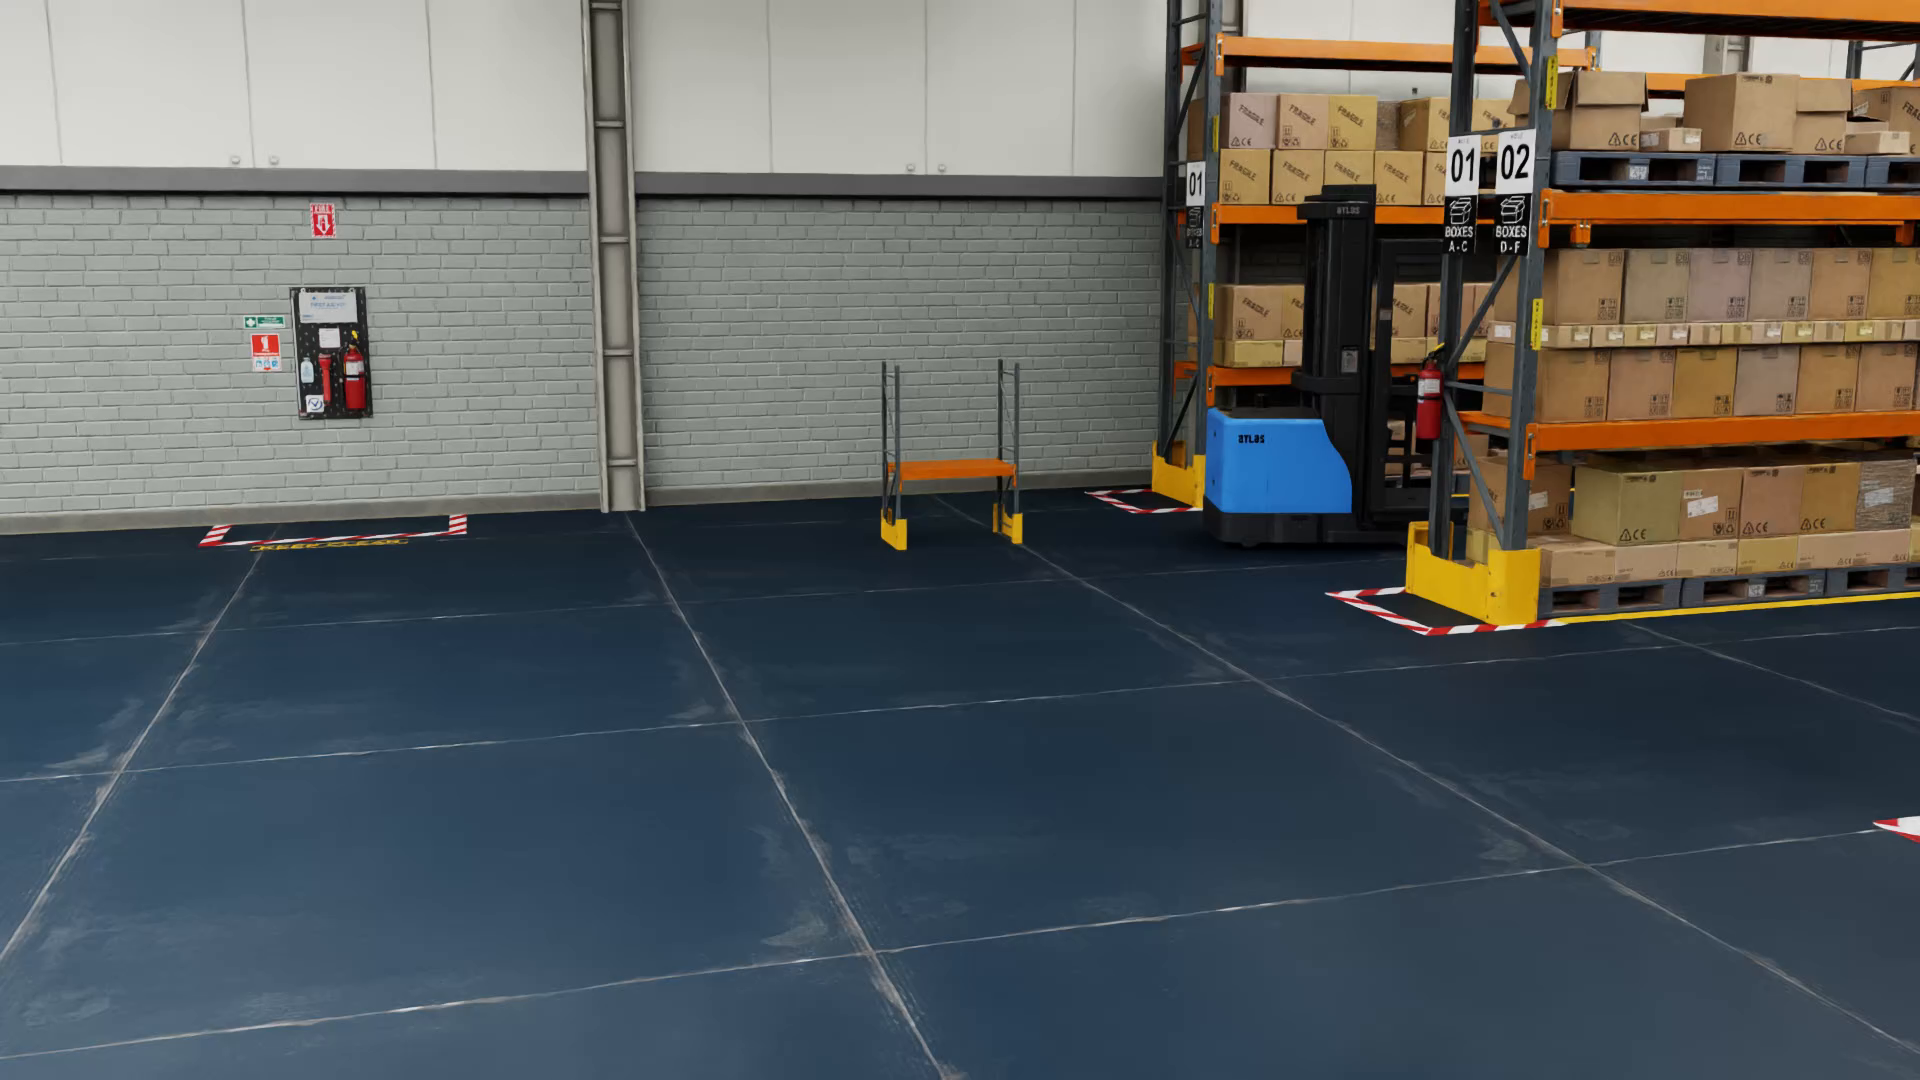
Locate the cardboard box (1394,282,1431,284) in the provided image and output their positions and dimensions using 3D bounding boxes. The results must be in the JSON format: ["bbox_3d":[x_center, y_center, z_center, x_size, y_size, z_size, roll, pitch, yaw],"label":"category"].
[{"bbox_3d":[4.521,-2.349,16.812,0.500,0.500,0.500,-3,11,-14],"label":"cardboard box"}]

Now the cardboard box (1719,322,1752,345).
[{"bbox_3d":[5.229,-1.435,11.487,0.250,0.149,0.380,-3,11,-17],"label":"cardboard box"}]

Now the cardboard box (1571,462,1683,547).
[{"bbox_3d":[4.613,-0.256,11.514,0.500,0.500,0.500,-3,11,-16],"label":"cardboard box"}]

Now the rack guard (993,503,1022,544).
[{"bbox_3d":[0.405,-0.144,14.140,0.087,0.250,0.587,-3,11,-16],"label":"rack guard"}]

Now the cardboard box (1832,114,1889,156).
[{"bbox_3d":[6.321,-2.921,12.041,0.500,0.311,0.500,-4,11,-19],"label":"cardboard box"}]

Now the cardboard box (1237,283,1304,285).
[{"bbox_3d":[3.047,-2.269,16.374,0.500,0.500,0.500,-3,11,-15],"label":"cardboard box"}]

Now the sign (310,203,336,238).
[{"bbox_3d":[-5.581,-2.800,14.569,0.199,0.298,0.001,-3,11,-16],"label":"sign"}]

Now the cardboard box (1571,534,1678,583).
[{"bbox_3d":[4.613,0.113,11.583,0.500,0.250,0.500,-3,11,-16],"label":"cardboard box"}]

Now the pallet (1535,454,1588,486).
[{"bbox_3d":[6.756,-0.750,17.538,1.213,0.211,1.003,-3,11,-16],"label":"pallet"}]

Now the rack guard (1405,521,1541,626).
[{"bbox_3d":[3.533,0.212,11.514,0.348,0.500,1.175,-3,11,-16],"label":"rack guard"}]

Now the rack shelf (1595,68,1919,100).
[{"bbox_3d":[7.929,-4.583,17.178,4.000,0.370,1.077,-3,11,-16],"label":"rack shelf"}]

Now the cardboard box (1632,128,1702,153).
[{"bbox_3d":[4.735,-2.674,11.151,0.250,0.149,0.380,-3,11,-16],"label":"cardboard box"}]

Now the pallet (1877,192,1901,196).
[{"bbox_3d":[10.453,-3.708,18.142,1.003,0.211,1.213,-2,11,-13],"label":"pallet"}]

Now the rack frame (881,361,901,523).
[{"bbox_3d":[-0.570,-0.708,13.748,0.032,1.500,0.500,-3,11,-16],"label":"rack frame"}]

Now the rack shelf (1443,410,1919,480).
[{"bbox_3d":[5.477,-0.766,11.909,4.000,0.370,1.077,-3,11,-16],"label":"rack shelf"}]

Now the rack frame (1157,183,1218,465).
[{"bbox_3d":[2.168,-1.879,15.971,0.127,3.000,1.000,-3,11,-16],"label":"rack frame"}]

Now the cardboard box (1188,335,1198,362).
[{"bbox_3d":[2.563,-1.873,16.294,0.500,0.250,0.500,-3,11,-15],"label":"cardboard box"}]

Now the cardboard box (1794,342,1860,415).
[{"bbox_3d":[5.985,-1.194,11.971,0.500,0.500,0.700,-3,11,-15],"label":"cardboard box"}]

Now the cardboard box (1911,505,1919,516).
[{"bbox_3d":[7.714,-0.147,12.992,0.500,0.250,0.500,-3,11,-16],"label":"cardboard box"}]

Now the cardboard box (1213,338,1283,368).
[{"bbox_3d":[2.726,-1.785,15.817,0.500,0.250,0.500,-3,11,-18],"label":"cardboard box"}]

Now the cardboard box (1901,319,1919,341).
[{"bbox_3d":[6.707,-1.512,11.908,0.250,0.149,0.380,-3,11,-18],"label":"cardboard box"}]

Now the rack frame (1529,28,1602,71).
[{"bbox_3d":[6.009,-5.032,16.527,0.127,3.000,1.000,-3,11,-16],"label":"rack frame"}]

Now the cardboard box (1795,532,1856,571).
[{"bbox_3d":[6.054,0.038,11.991,0.500,0.250,0.500,-3,11,-16],"label":"cardboard box"}]

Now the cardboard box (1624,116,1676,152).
[{"bbox_3d":[4.588,-2.799,11.551,0.500,0.250,0.500,-3,11,-16],"label":"cardboard box"}]

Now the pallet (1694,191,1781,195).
[{"bbox_3d":[7.626,-3.530,17.173,1.003,0.211,1.213,-3,11,-16],"label":"pallet"}]

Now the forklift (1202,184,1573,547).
[{"bbox_3d":[3.630,-1.449,13.821,3.031,2.935,1.130,0,10,-1],"label":"forklift"}]

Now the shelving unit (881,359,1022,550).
[{"bbox_3d":[-0.073,-0.734,13.890,1.083,1.500,0.587,-3,11,-16],"label":"shelving unit"}]

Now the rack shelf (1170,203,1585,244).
[{"bbox_3d":[4.089,-3.102,16.314,4.000,0.370,1.077,-3,11,-16],"label":"rack shelf"}]

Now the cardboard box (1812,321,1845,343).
[{"bbox_3d":[5.976,-1.474,11.701,0.250,0.149,0.380,-3,11,-14],"label":"cardboard box"}]

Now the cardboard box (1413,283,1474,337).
[{"bbox_3d":[4.677,-2.259,16.321,0.500,0.500,0.500,-3,11,-18],"label":"cardboard box"}]

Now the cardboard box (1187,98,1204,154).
[{"bbox_3d":[2.509,-3.973,15.963,0.500,0.500,0.500,-3,11,-13],"label":"cardboard box"}]

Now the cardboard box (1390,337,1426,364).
[{"bbox_3d":[4.197,-1.864,16.244,0.500,0.250,0.500,-3,11,-15],"label":"cardboard box"}]

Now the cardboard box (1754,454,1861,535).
[{"bbox_3d":[6.050,-0.333,11.935,0.500,0.500,0.500,-3,11,-16],"label":"cardboard box"}]

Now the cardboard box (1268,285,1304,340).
[{"bbox_3d":[3.188,-2.179,15.888,0.500,0.500,0.500,-3,11,-16],"label":"cardboard box"}]

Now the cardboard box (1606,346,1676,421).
[{"bbox_3d":[4.511,-1.116,11.550,0.500,0.500,0.700,-3,11,-14],"label":"cardboard box"}]

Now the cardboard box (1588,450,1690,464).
[{"bbox_3d":[4.944,-0.374,12.154,0.500,0.500,0.500,-3,11,-16],"label":"cardboard box"}]

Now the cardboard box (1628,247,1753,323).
[{"bbox_3d":[5.046,-1.783,11.587,0.500,0.500,0.700,-3,11,-16],"label":"cardboard box"}]

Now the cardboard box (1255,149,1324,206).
[{"bbox_3d":[3.085,-3.408,15.658,0.500,0.500,0.500,-2,11,-12],"label":"cardboard box"}]

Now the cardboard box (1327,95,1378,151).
[{"bbox_3d":[3.591,-3.927,15.716,0.500,0.500,0.500,-3,11,-14],"label":"cardboard box"}]

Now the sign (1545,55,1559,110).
[{"bbox_3d":[3.706,-2.866,10.410,0.005,0.325,0.100,-3,11,-16],"label":"sign"}]

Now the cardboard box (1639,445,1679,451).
[{"bbox_3d":[7.193,-1.144,17.664,0.500,0.500,0.700,-3,11,-17],"label":"cardboard box"}]

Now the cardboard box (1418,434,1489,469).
[{"bbox_3d":[5.023,-1.009,16.933,0.500,0.500,0.500,-4,11,-20],"label":"cardboard box"}]

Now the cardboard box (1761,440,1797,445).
[{"bbox_3d":[8.646,-1.220,18.077,0.500,0.500,0.700,-3,11,-16],"label":"cardboard box"}]

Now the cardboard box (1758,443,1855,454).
[{"bbox_3d":[6.386,-0.448,12.560,0.500,0.500,0.500,-3,11,-16],"label":"cardboard box"}]

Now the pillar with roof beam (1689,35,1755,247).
[{"bbox_3d":[9.563,-4.571,14.021,0.400,9.000,9.100,-3,11,-16],"label":"pillar with roof beam"}]

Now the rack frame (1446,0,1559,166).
[{"bbox_3d":[3.556,-3.969,10.751,0.127,3.000,1.000,-3,11,-16],"label":"rack frame"}]

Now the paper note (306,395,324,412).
[{"bbox_3d":[-5.735,-1.213,14.783,0.142,0.148,0.016,-3,11,-16],"label":"paper note"}]

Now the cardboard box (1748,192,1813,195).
[{"bbox_3d":[8.579,-3.771,17.618,0.637,0.503,0.797,-1,11,-8],"label":"cardboard box"}]

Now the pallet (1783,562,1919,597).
[{"bbox_3d":[6.622,0.183,12.467,1.213,0.211,1.003,-3,11,-16],"label":"pallet"}]

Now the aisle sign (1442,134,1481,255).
[{"bbox_3d":[3.411,-2.345,11.318,0.004,0.787,0.394,-3,11,-16],"label":"aisle sign"}]

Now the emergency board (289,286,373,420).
[{"bbox_3d":[-5.546,-1.643,14.687,0.643,1.169,0.194,-3,11,-16],"label":"emergency board"}]

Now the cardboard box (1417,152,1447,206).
[{"bbox_3d":[4.582,-3.490,16.100,0.500,0.500,0.500,-3,11,-18],"label":"cardboard box"}]

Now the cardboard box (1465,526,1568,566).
[{"bbox_3d":[3.989,0.049,11.931,0.500,0.250,0.500,-3,11,-16],"label":"cardboard box"}]

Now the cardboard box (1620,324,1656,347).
[{"bbox_3d":[4.486,-1.395,11.273,0.250,0.149,0.380,-3,11,-16],"label":"cardboard box"}]

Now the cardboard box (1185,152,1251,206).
[{"bbox_3d":[2.498,-3.479,16.042,0.500,0.500,0.500,-2,11,-12],"label":"cardboard box"}]

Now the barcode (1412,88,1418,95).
[{"bbox_3d":[4.554,-4.496,16.650,0.075,0.075,0.001,-3,11,-16],"label":"barcode"}]

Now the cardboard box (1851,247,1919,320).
[{"bbox_3d":[6.488,-1.859,11.999,0.500,0.500,0.700,-3,11,-16],"label":"cardboard box"}]
